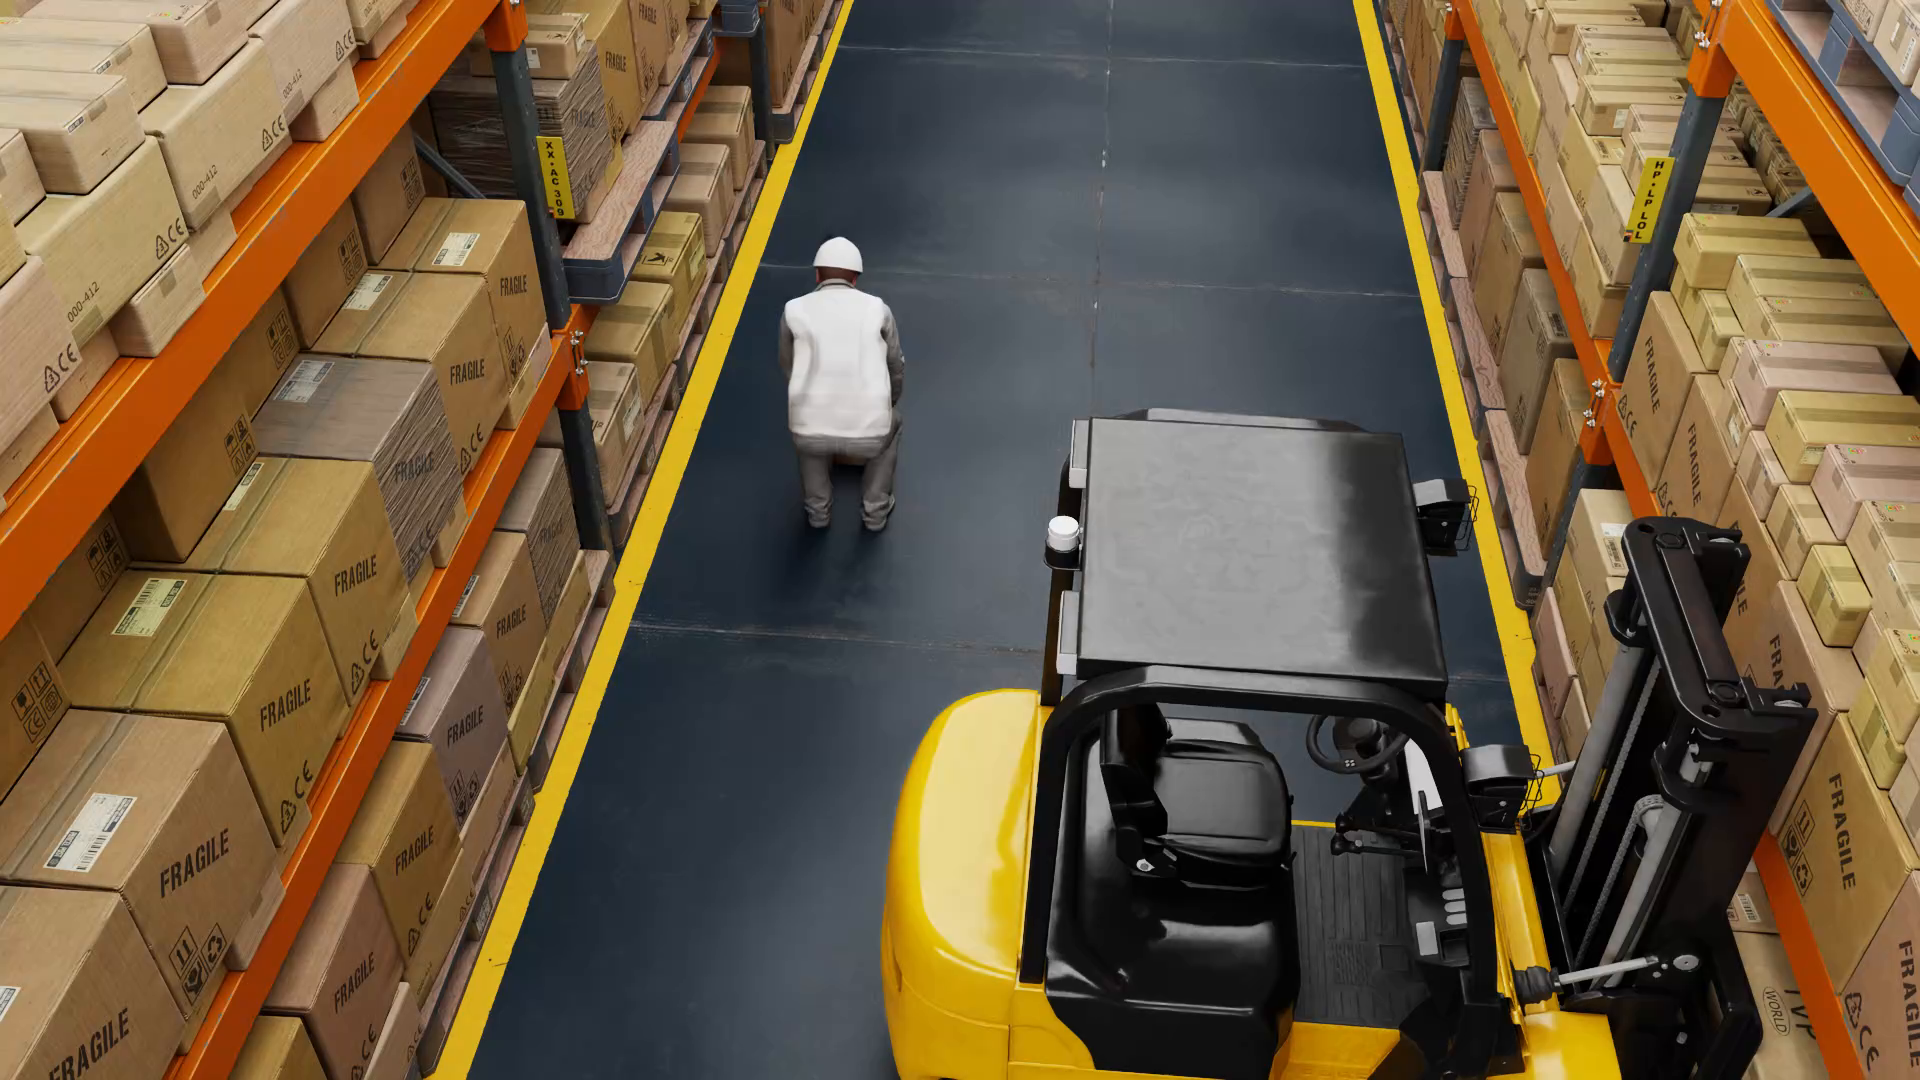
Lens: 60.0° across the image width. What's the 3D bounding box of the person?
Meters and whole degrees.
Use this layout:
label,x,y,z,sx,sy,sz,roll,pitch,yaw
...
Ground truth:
label,x,y,z,sx,sy,sz,roll,pitch,yaw
person,-0.542,-0.651,7.381,0.568,1.182,0.861,3,40,3
